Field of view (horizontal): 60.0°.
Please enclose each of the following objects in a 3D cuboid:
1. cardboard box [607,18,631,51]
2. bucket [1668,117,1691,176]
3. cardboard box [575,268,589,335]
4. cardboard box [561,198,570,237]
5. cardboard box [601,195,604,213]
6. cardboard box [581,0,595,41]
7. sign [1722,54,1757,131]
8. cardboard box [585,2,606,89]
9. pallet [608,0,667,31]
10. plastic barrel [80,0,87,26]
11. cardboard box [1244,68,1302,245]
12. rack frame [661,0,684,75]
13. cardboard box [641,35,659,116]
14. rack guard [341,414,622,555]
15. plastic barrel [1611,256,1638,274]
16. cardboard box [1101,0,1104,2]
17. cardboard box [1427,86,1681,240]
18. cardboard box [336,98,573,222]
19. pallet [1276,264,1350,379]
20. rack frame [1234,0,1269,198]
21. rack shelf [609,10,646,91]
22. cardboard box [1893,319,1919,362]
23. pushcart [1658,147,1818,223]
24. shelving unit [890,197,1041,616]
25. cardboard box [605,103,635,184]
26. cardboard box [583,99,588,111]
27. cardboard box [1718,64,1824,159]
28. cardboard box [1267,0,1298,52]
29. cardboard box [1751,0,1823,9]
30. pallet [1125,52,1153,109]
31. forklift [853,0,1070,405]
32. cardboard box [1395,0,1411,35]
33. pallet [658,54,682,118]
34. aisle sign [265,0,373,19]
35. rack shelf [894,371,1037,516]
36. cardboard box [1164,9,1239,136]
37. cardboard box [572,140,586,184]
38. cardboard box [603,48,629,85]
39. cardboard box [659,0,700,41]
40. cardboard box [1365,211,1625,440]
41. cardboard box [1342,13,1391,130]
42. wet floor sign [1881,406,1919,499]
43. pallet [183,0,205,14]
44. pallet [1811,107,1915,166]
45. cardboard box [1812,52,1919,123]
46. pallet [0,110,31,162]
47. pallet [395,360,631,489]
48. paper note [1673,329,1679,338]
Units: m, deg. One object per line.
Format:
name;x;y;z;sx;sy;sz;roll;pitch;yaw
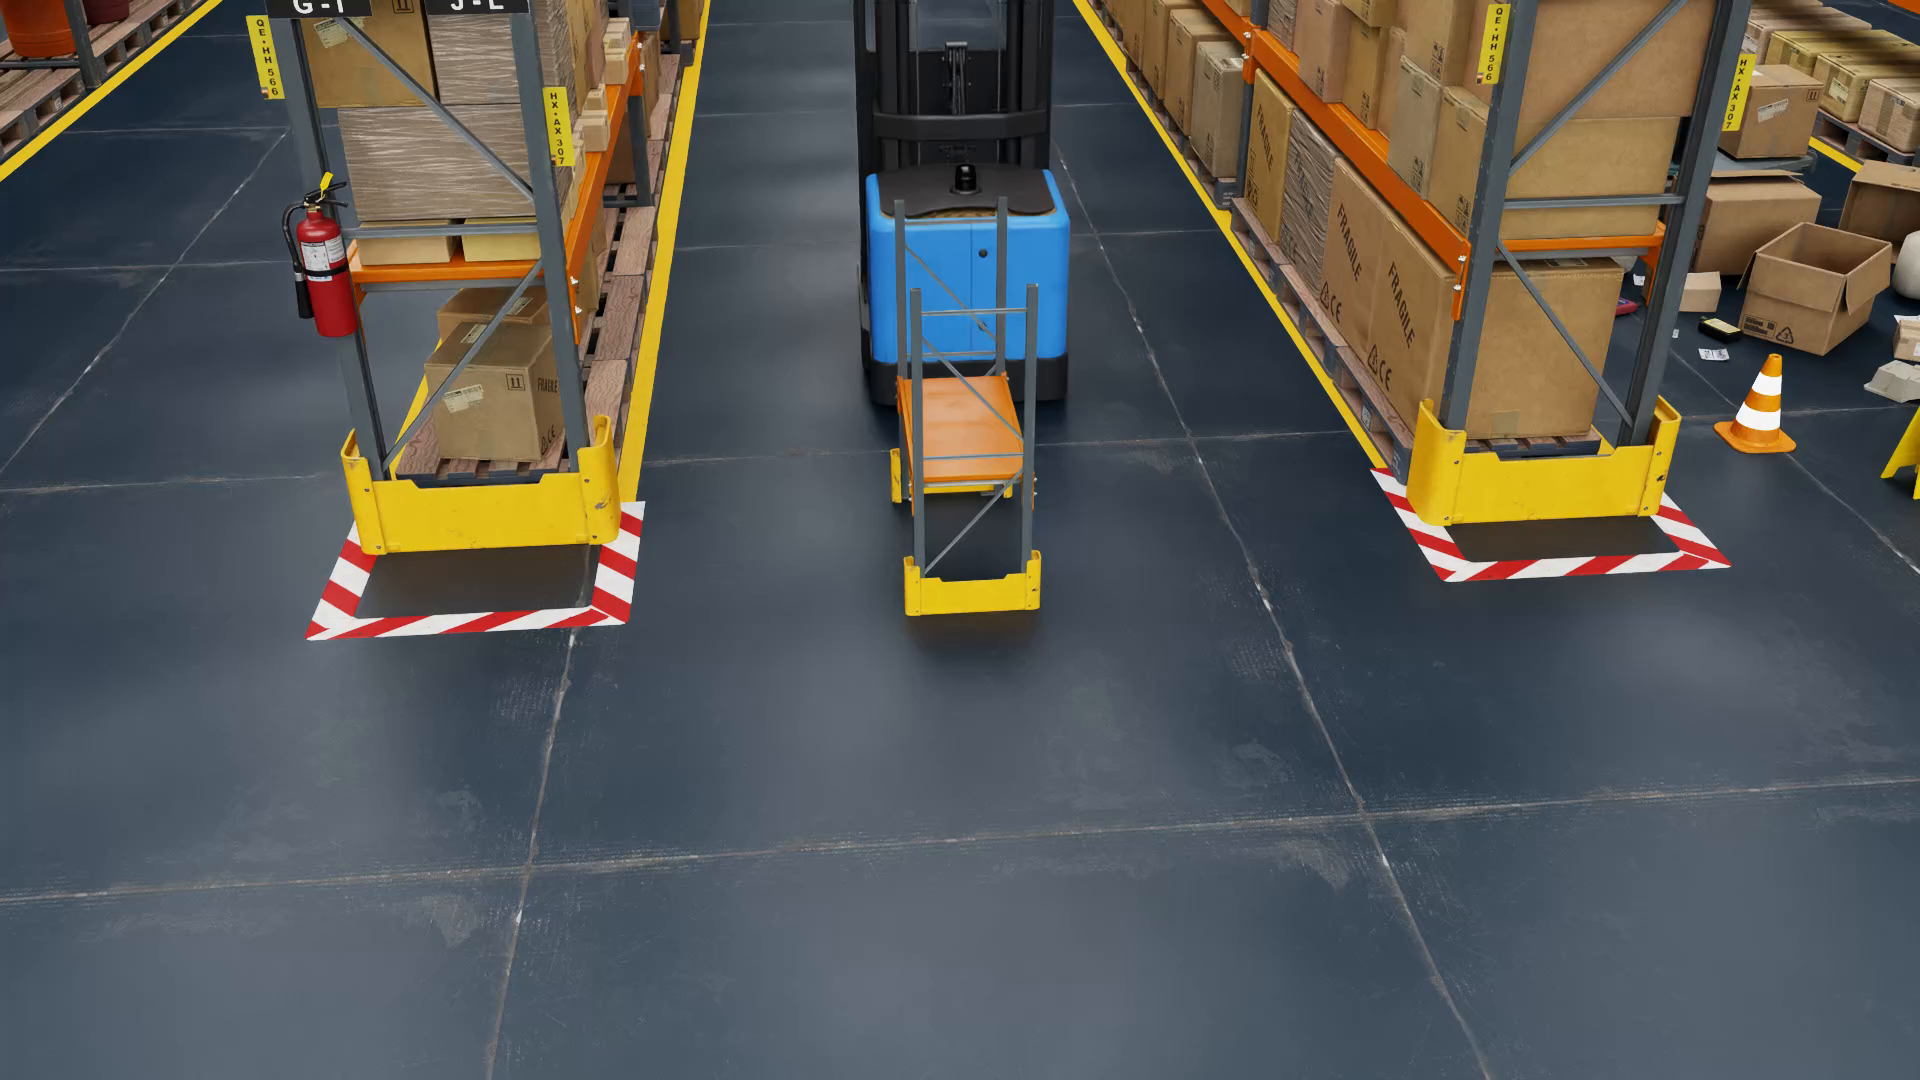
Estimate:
cardboard box;-2.247;-3.132;10.314;0.380;0.149;0.250;-3;31;-5
bucket;4.696;-2.810;11.239;0.726;0.611;0.620;8;22;13
cardboard box;-2.358;-1.344;9.104;0.500;0.500;0.500;0;31;0
cardboard box;-1.980;-1.471;7.533;0.380;0.149;0.250;-3;31;-5
cardboard box;-2.562;-2.237;10.598;0.500;0.500;0.500;-4;31;-6
cardboard box;-2.054;-2.698;7.979;0.500;0.500;0.500;-3;31;-5
sign;3.315;-1.909;7.099;0.100;0.325;0.005;-3;31;-5
cardboard box;-2.421;-2.766;9.069;0.875;0.500;0.500;-3;31;-5
pallet;-2.487;-3.651;11.124;1.003;0.211;1.213;-3;31;-5
plastic barrel;-8.069;-4.786;14.854;0.421;0.512;0.421;0;31;0
cardboard box;2.377;-2.465;10.615;0.875;0.875;0.875;-2;31;-4
rack frame;-2.934;-5.378;13.829;1.000;3.000;0.127;-3;31;-5
cardboard box;-2.727;-3.581;12.829;0.700;0.500;0.500;0;31;0
rack guard;-2.193;-0.259;7.696;1.175;0.500;0.348;-3;31;-5
plastic barrel;4.021;-1.910;10.535;0.512;0.421;0.421;20;36;29
cardboard box;1.582;-5.529;16.110;0.500;0.500;0.500;-4;31;-7
cardboard box;2.682;-1.731;7.577;0.875;0.550;0.550;-3;31;-5
cardboard box;-2.210;-1.746;7.361;0.875;0.500;0.500;-3;31;-5
pallet;2.498;-1.308;9.735;1.003;0.211;1.213;-3;31;-5
rack frame;2.388;-3.522;10.721;1.000;3.000;0.127;-3;31;-5
rack shelf;-2.747;-4.048;12.304;1.077;0.370;4.000;-3;31;-5
cardboard box;5.547;-1.117;9.474;0.380;0.149;0.250;13;33;21
pushcart;5.041;-2.550;11.651;1.648;0.377;0.936;-14;33;-22
shelving unit;0.007;-0.605;7.300;0.587;1.500;1.083;-3;31;-5
cardboard box;-2.596;-2.766;11.464;0.700;0.500;0.500;-5;31;-8
cardboard box;-2.175;-2.234;8.811;0.380;0.149;0.250;-3;31;-5
cardboard box;5.537;-2.962;11.483;0.500;0.500;0.500;-3;31;-5
cardboard box;2.434;-3.398;10.368;0.875;0.550;0.550;-3;31;-5
cardboard box;6.976;-4.616;14.706;0.950;0.372;0.625;-5;31;-8
pallet;2.013;-3.961;14.175;1.003;0.211;1.213;-3;31;-5
forklift;-0.055;-2.698;9.409;1.130;2.935;3.031;-2;31;-4
cardboard box;2.705;-2.768;8.259;0.875;0.550;0.550;-3;31;-5
pallet;-2.862;-3.782;13.876;1.003;0.211;1.213;-3;31;-5
aisle sign;-2.479;-2.364;6.247;0.394;0.787;0.004;-3;31;-5
rack shelf;0.008;-0.446;7.385;0.538;0.185;1.000;-3;31;-5
cardboard box;2.154;-3.542;12.538;1.050;0.750;0.750;-3;31;-5
cardboard box;-2.049;-1.854;8.174;0.380;0.149;0.250;-3;31;-5
cardboard box;-2.135;-2.751;9.676;0.380;0.149;0.250;-3;31;-5
cardboard box;-2.977;-4.999;14.857;1.225;0.875;0.875;-4;31;-7
cardboard box;2.632;-1.091;8.313;0.875;0.875;0.875;-3;31;-4
cardboard box;2.591;-2.572;8.984;0.875;0.550;0.500;-3;31;-5
wet floor sign;4.736;-0.549;8.040;0.267;0.644;0.232;-8;32;-13
pallet;-8.208;-5.590;16.903;1.003;0.211;1.213;-3;31;-5
pallet;7.232;-3.011;12.585;1.003;0.211;1.213;-3;31;-5
cardboard box;7.185;-3.497;12.833;0.950;0.372;0.625;-1;31;-1
pallet;-7.720;-2.925;12.441;1.003;0.211;1.213;-3;31;-5
pallet;-2.234;-0.552;8.468;1.003;0.211;1.213;-3;31;-5
paper note;4.202;-1.214;9.772;0.032;0.001;0.123;13;33;21
